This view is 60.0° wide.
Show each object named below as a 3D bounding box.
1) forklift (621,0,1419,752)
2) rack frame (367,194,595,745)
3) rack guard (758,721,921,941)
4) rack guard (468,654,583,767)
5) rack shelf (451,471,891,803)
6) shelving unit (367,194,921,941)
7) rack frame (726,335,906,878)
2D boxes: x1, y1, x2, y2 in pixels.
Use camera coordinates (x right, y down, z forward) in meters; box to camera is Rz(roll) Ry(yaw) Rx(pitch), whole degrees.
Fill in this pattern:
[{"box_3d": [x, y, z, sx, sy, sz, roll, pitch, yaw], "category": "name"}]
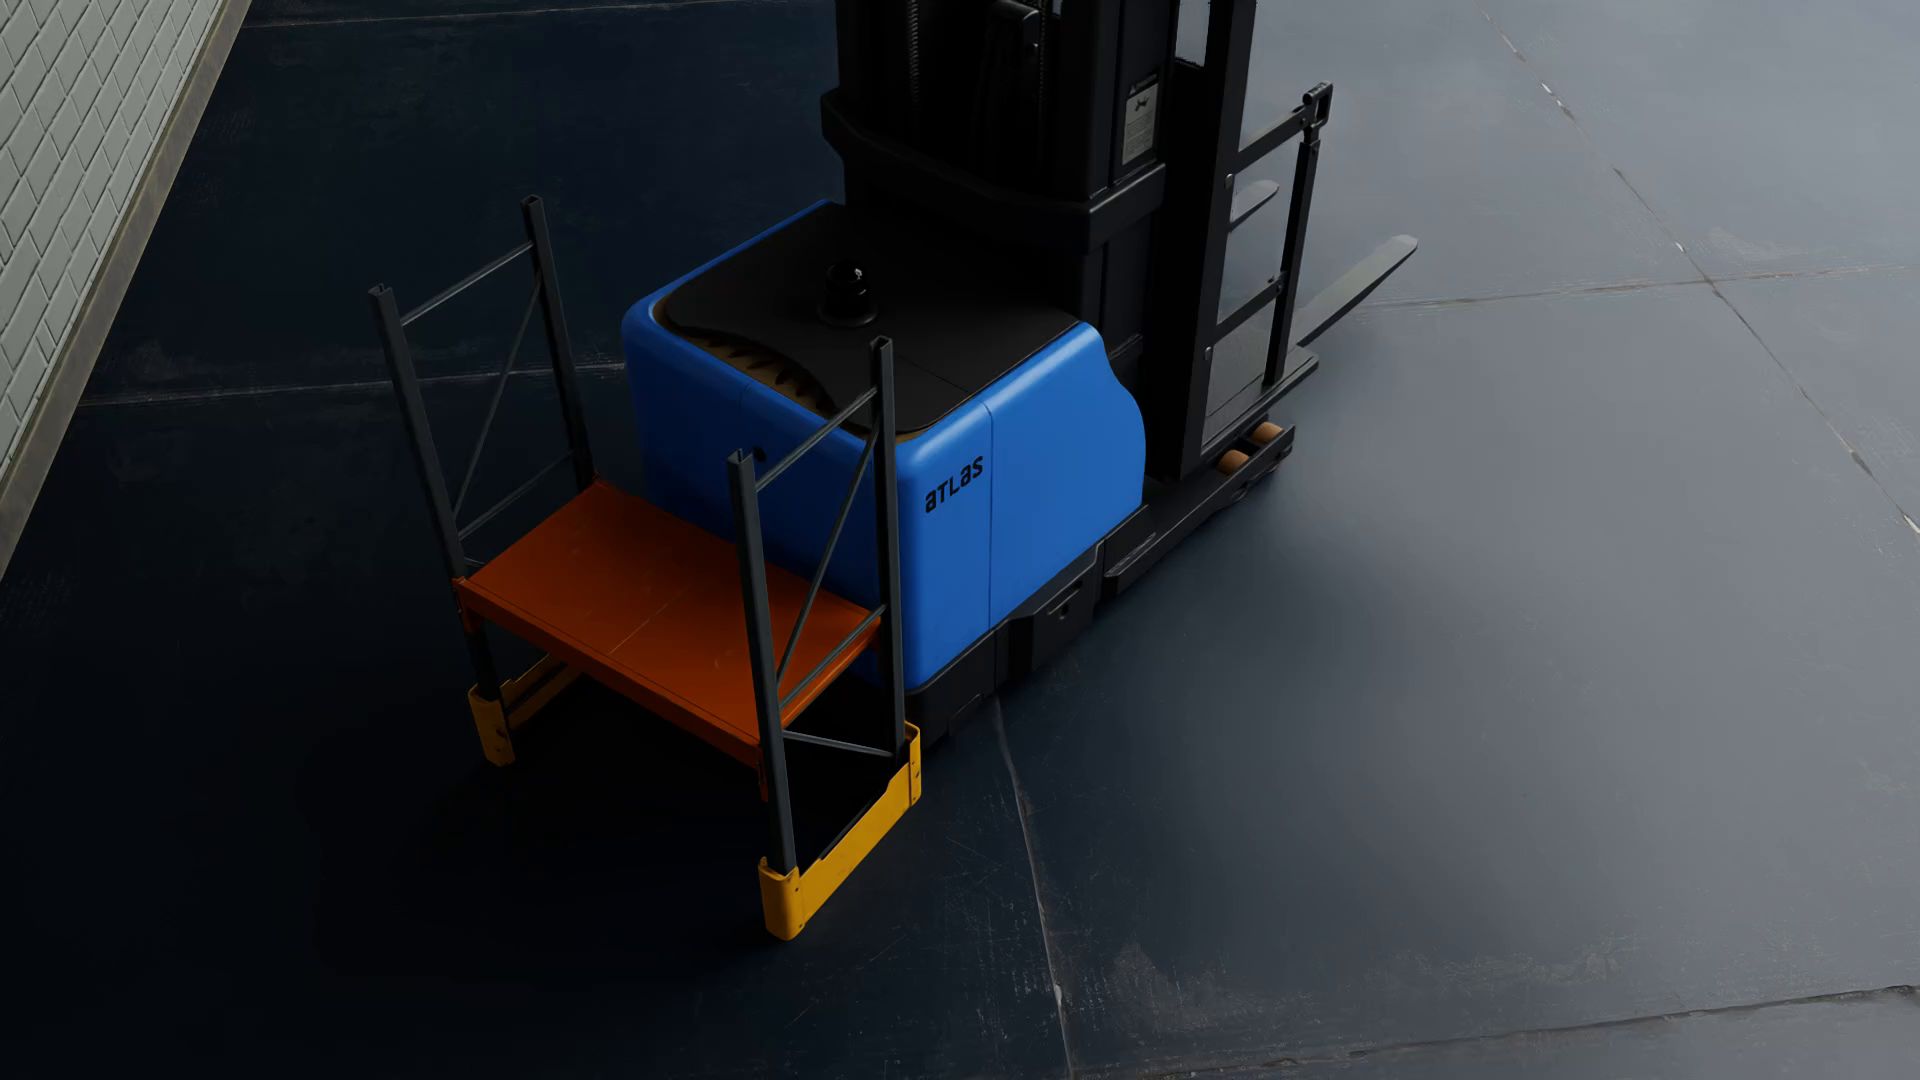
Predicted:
[{"box_3d": [0.448, -1.415, 4.630, 1.130, 2.935, 3.031, 30, 50, 29], "category": "forklift"}, {"box_3d": [-1.134, -0.114, 4.257, 0.032, 1.500, 0.500, 25, 48, 25], "category": "rack frame"}, {"box_3d": [-0.296, 0.734, 4.250, 0.087, 0.250, 0.587, 25, 48, 25], "category": "rack guard"}, {"box_3d": [-1.118, 0.358, 4.667, 0.087, 0.250, 0.587, 25, 48, 25], "category": "rack guard"}, {"box_3d": [-0.715, 0.212, 4.164, 1.000, 0.185, 0.538, 25, 48, 25], "category": "rack shelf"}, {"box_3d": [-0.707, 0.082, 4.040, 1.083, 1.500, 0.587, 25, 48, 25], "category": "shelving unit"}, {"box_3d": [-0.295, 0.270, 3.831, 0.032, 1.500, 0.500, 25, 48, 25], "category": "rack frame"}]
